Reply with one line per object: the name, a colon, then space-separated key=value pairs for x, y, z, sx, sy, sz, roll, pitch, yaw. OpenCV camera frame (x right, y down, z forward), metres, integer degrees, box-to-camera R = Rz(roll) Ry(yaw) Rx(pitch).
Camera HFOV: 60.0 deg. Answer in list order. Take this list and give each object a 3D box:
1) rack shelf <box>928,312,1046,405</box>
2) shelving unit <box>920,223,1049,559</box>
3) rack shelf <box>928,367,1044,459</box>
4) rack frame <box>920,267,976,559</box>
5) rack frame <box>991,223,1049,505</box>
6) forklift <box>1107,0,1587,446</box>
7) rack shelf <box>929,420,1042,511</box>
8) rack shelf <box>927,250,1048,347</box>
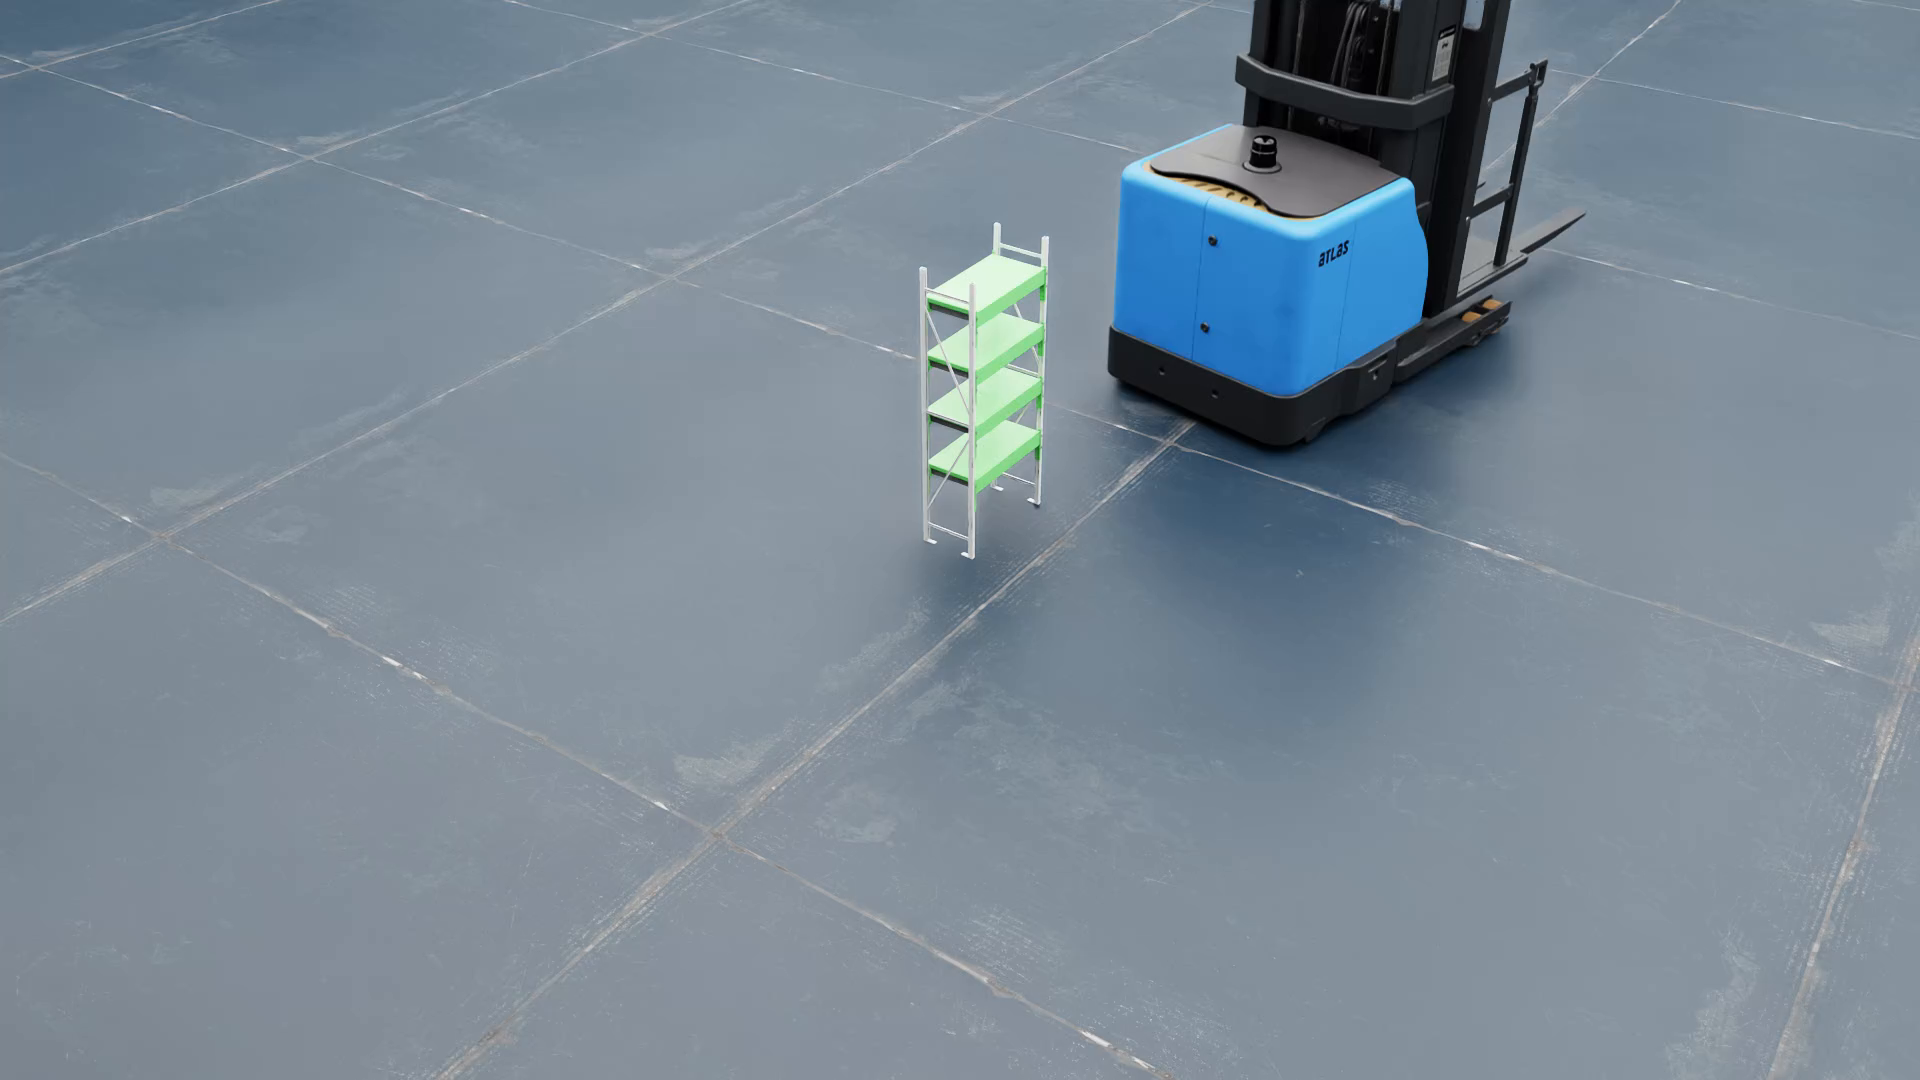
rack shelf: x=0.094 y=-0.719 z=6.428 sx=0.258 sy=0.148 sz=0.480 roll=21 pitch=39 yaw=28
shelving unit: x=0.094 y=-0.573 z=6.527 sx=0.258 sy=1.200 sz=0.503 roll=21 pitch=39 yaw=28
rack shelf: x=0.094 y=-0.520 z=6.562 sx=0.258 sy=0.148 sz=0.480 roll=21 pitch=39 yaw=28
rack frame: x=-0.045 y=-0.461 z=6.360 sx=0.240 sy=1.200 sz=0.015 roll=21 pitch=39 yaw=28
rack frame: x=0.234 y=-0.685 z=6.693 sx=0.240 sy=1.200 sz=0.015 roll=21 pitch=39 yaw=28
forklift: x=2.087 y=-2.347 z=7.604 sx=1.130 sy=2.935 sz=3.031 roll=29 pitch=44 yaw=36
rack shelf: x=0.094 y=-0.321 z=6.697 sx=0.258 sy=0.148 sz=0.480 roll=21 pitch=39 yaw=28
rack shelf: x=0.094 y=-0.918 z=6.293 sx=0.258 sy=0.148 sz=0.480 roll=21 pitch=39 yaw=28
